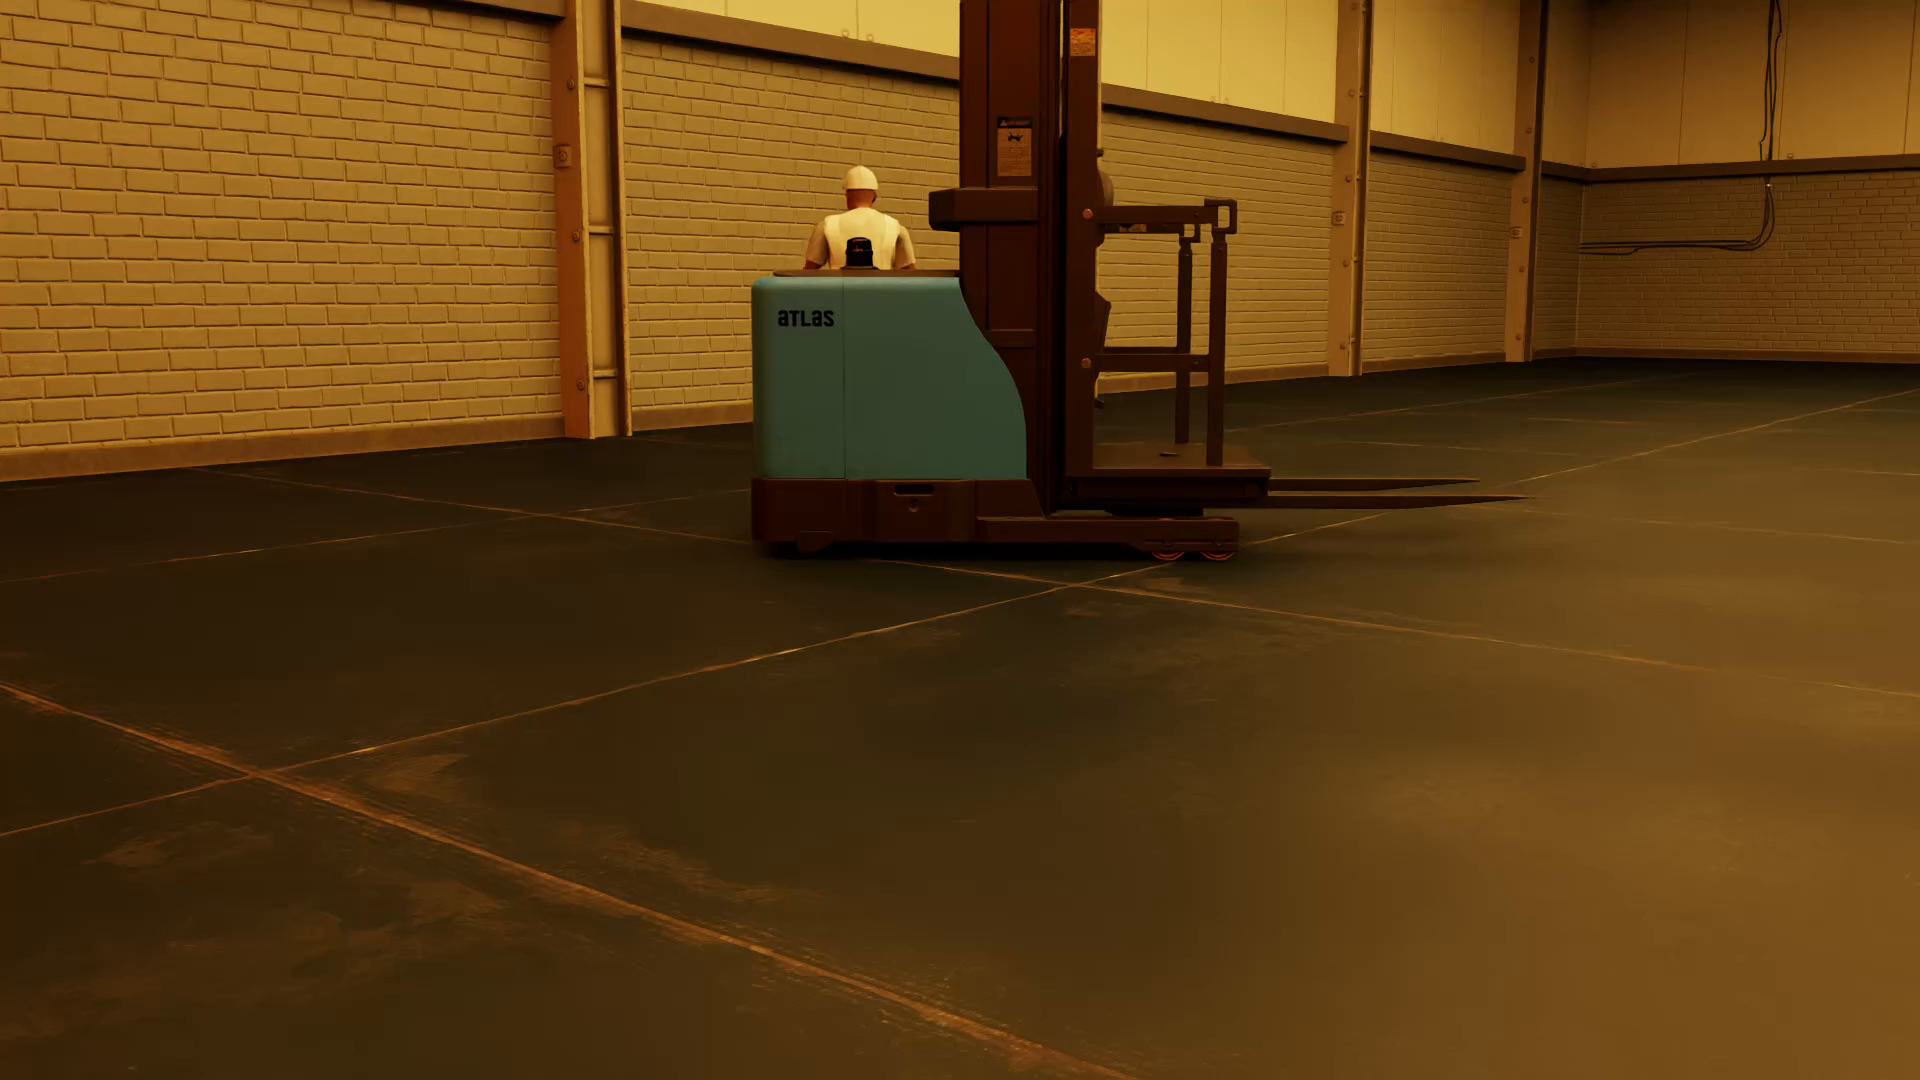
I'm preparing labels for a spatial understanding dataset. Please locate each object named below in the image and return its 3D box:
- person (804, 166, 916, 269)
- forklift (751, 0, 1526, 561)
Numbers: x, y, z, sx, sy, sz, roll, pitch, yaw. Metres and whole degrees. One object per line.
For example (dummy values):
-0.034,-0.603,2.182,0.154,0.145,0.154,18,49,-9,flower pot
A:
-0.614,-1.335,9.942,0.731,1.764,0.467,-2,9,-12,person
0.709,-1.447,6.673,3.031,2.935,1.130,0,8,0,forklift
